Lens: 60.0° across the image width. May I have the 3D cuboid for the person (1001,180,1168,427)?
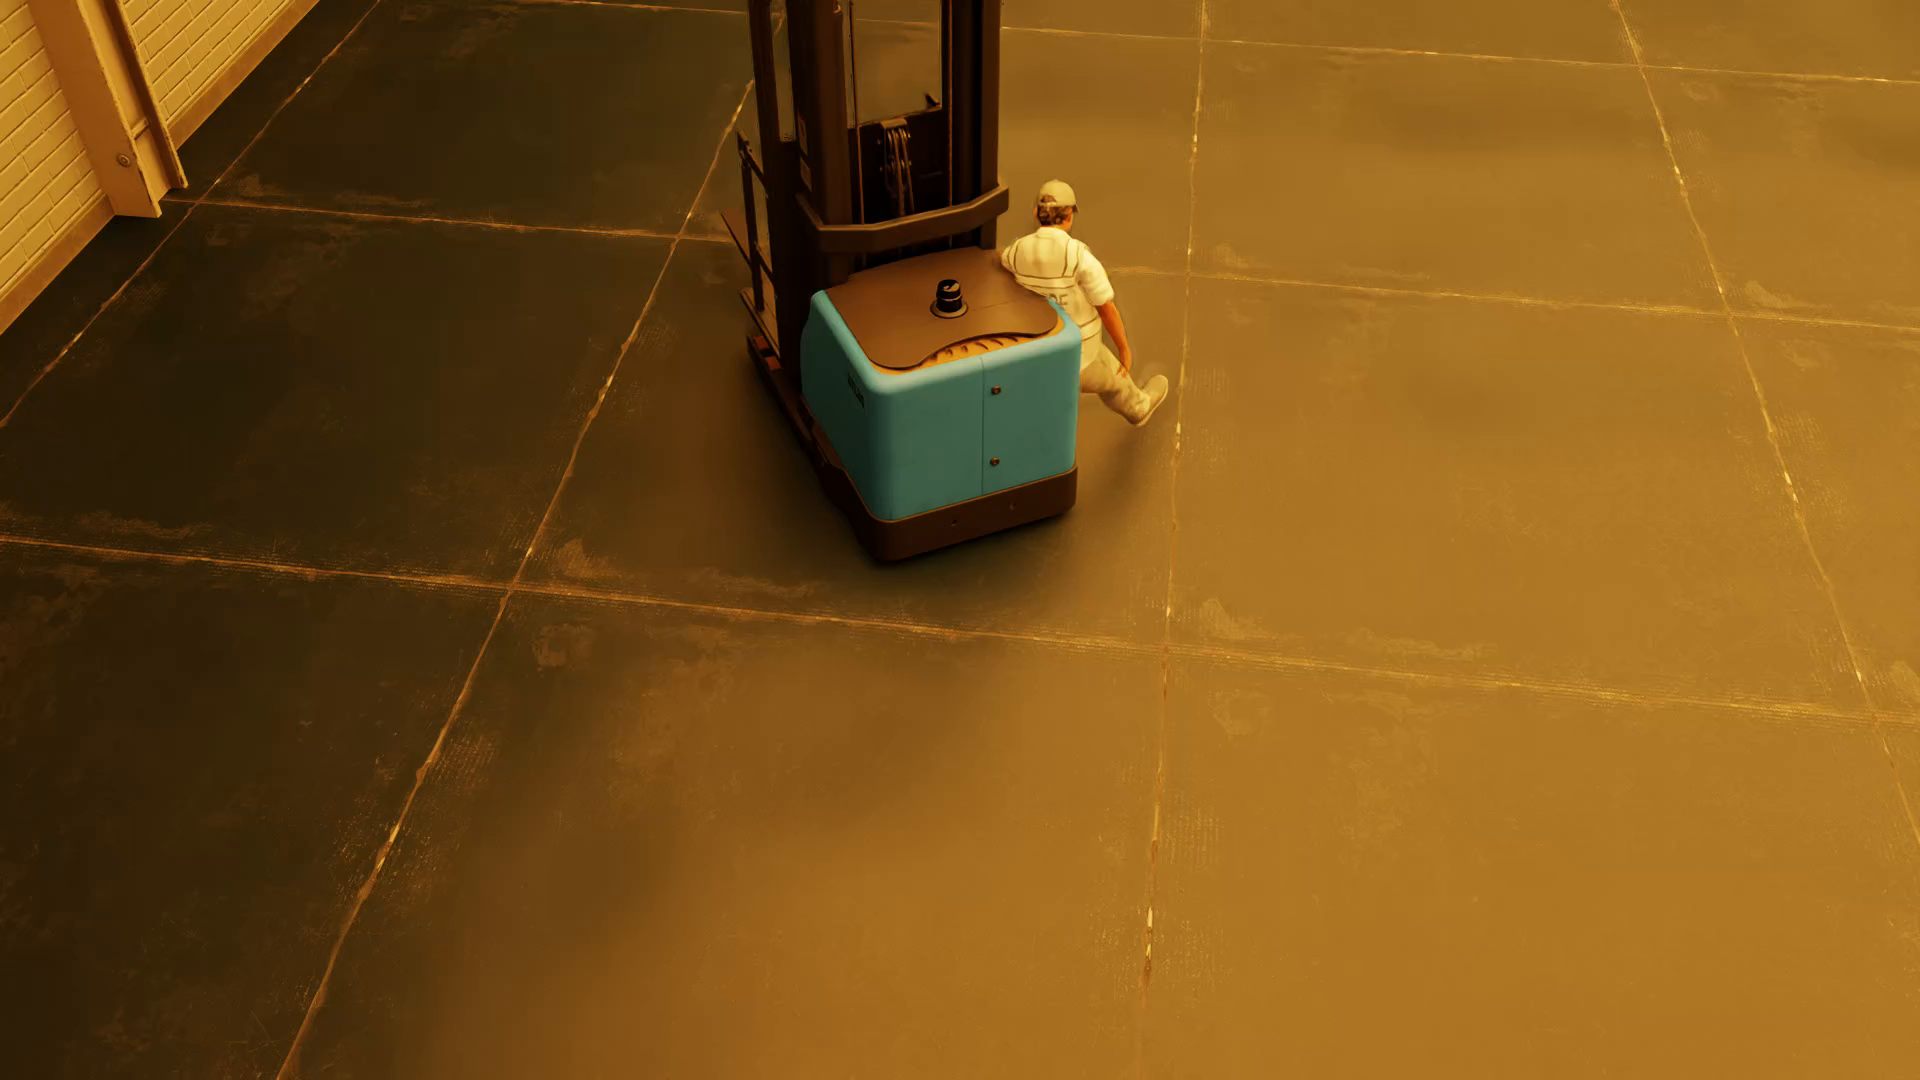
[{"bbox_3d":[0.494,-1.091,7.982,0.909,1.491,0.957,24,48,24],"label":"person"}]

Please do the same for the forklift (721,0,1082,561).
[{"bbox_3d":[-0.485,-1.989,7.890,1.130,2.935,3.031,-16,45,-17],"label":"forklift"}]
